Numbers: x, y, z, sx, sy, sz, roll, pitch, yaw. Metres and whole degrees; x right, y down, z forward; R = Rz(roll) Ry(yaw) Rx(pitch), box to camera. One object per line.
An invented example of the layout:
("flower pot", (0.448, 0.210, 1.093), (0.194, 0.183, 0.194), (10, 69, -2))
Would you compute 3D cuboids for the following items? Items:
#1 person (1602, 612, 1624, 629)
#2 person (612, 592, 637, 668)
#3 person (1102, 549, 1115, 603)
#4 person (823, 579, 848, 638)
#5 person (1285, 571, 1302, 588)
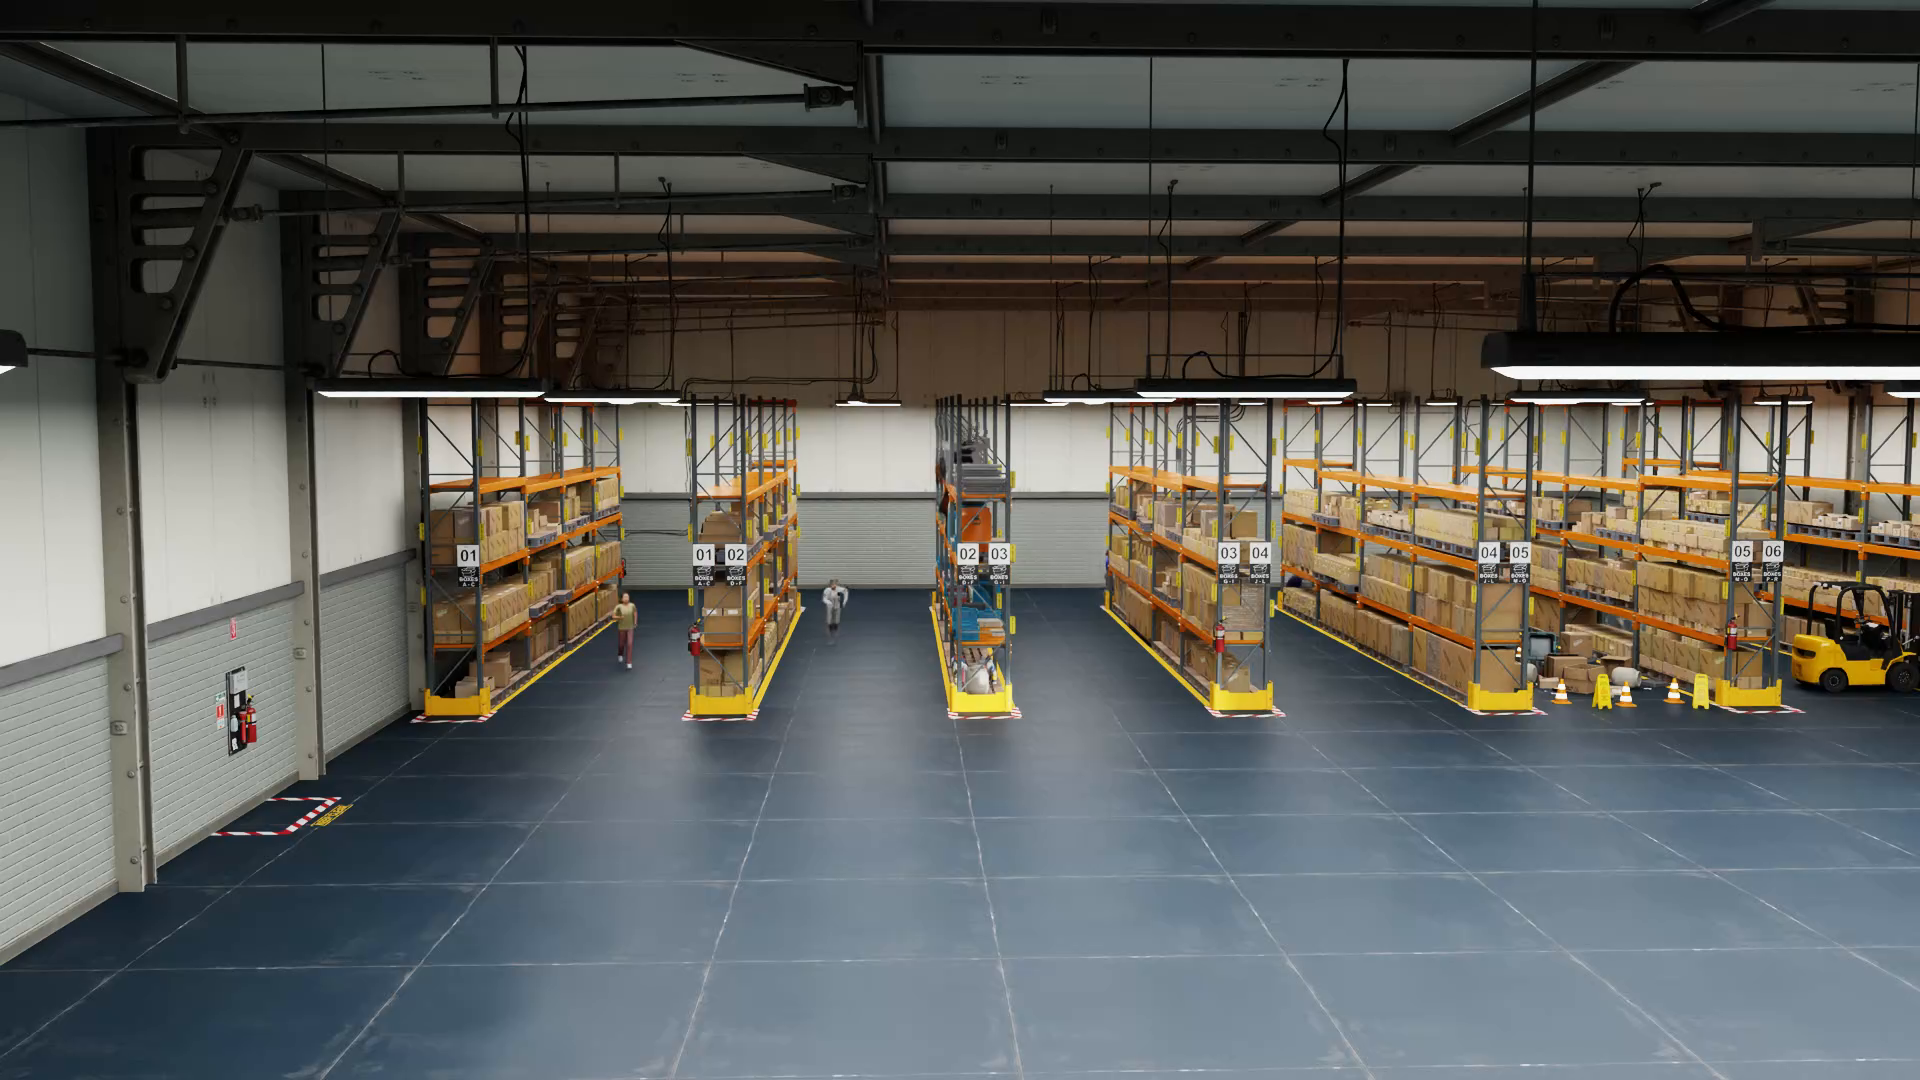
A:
("person", (16.792, 1.534, 42.738), (0.586, 1.701, 0.841), (-1, 5, -13))
("person", (-7.423, 1.972, 36.872), (0.592, 1.655, 0.904), (-2, 5, -22))
("person", (4.456, 1.075, 48.865), (0.562, 1.608, 0.562), (2, 5, 21))
("person", (-3.016, 1.664, 40.299), (0.631, 1.515, 0.791), (0, 5, -6))
("person", (9.919, 1.107, 49.003), (0.678, 1.579, 0.762), (1, 5, 11))
